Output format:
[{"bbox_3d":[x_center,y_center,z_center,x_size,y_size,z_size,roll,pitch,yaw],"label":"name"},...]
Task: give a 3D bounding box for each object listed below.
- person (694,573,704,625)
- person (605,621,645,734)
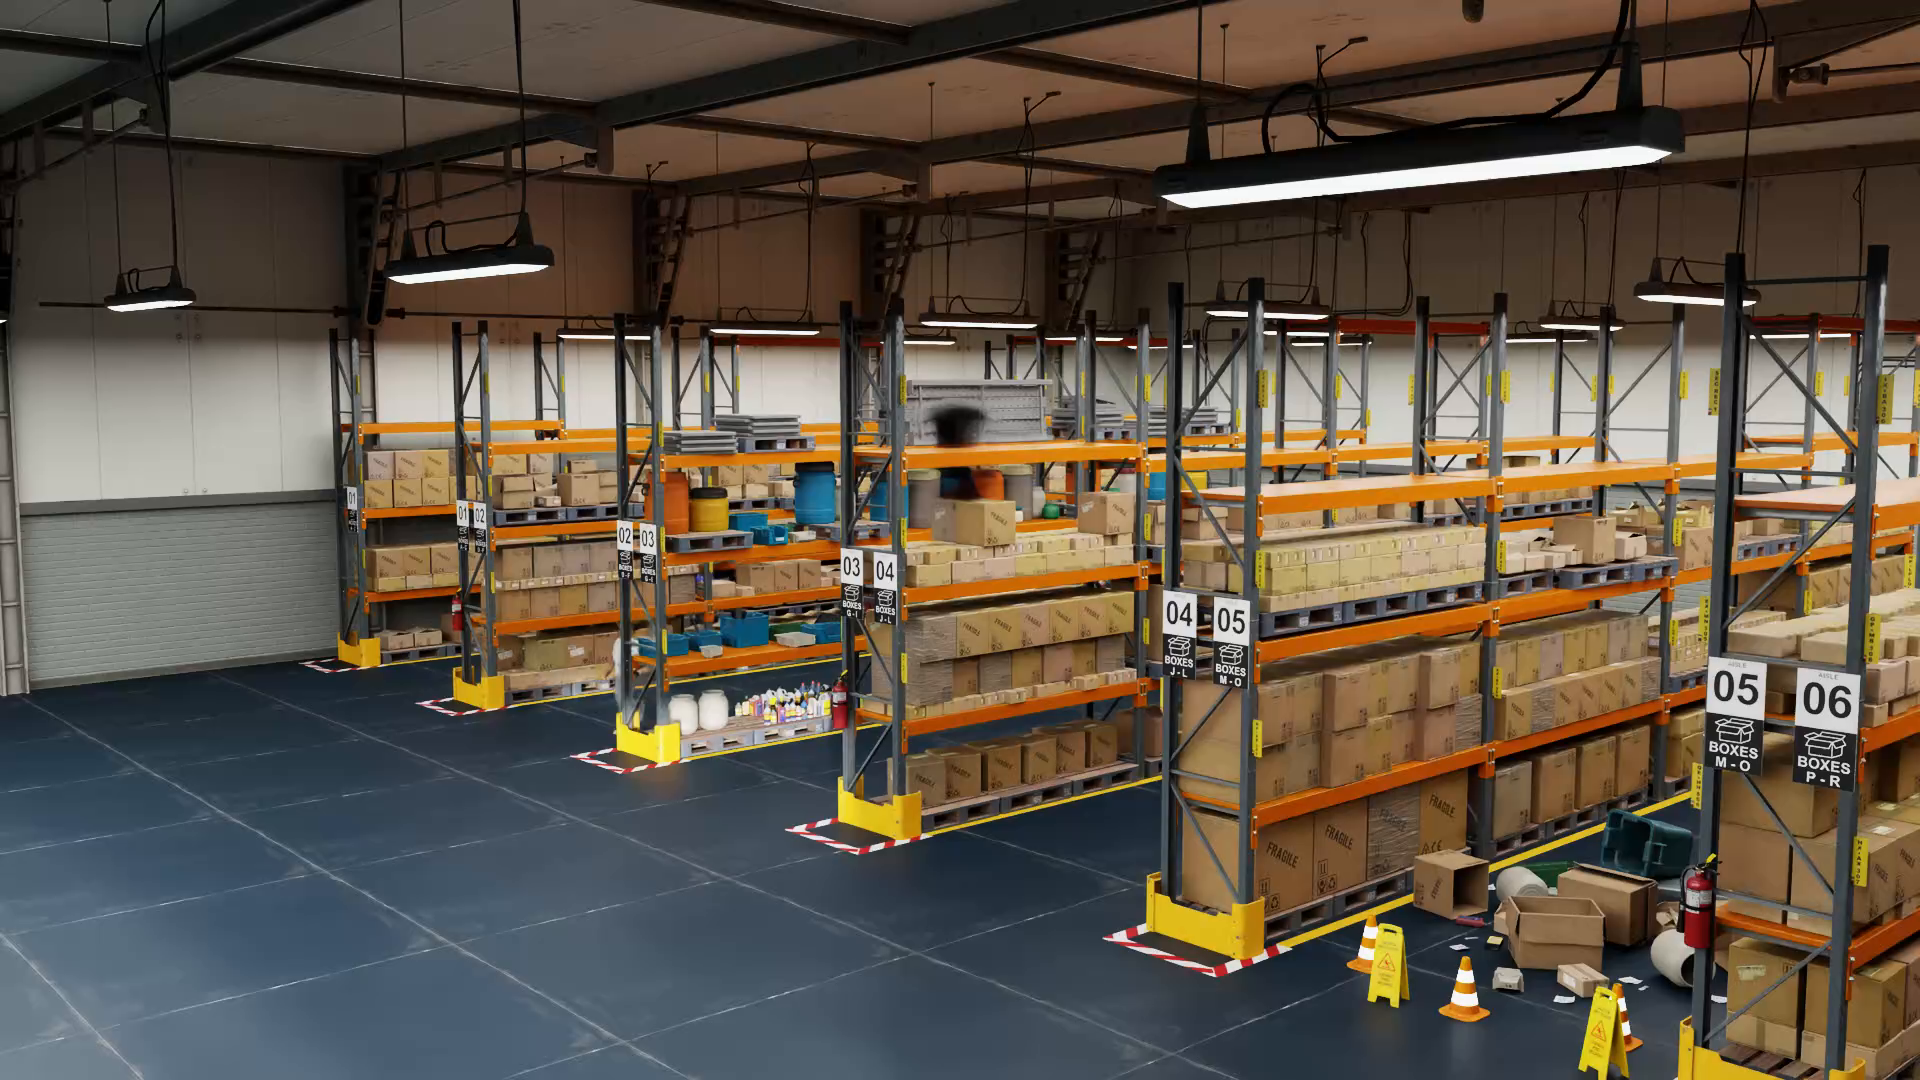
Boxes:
[{"bbox_3d":[-5.029,1.238,32.094,0.577,1.531,0.775,3,6,29],"label":"person"},{"bbox_3d":[-4.801,1.961,24.167,0.602,1.649,0.700,3,7,31],"label":"person"}]
